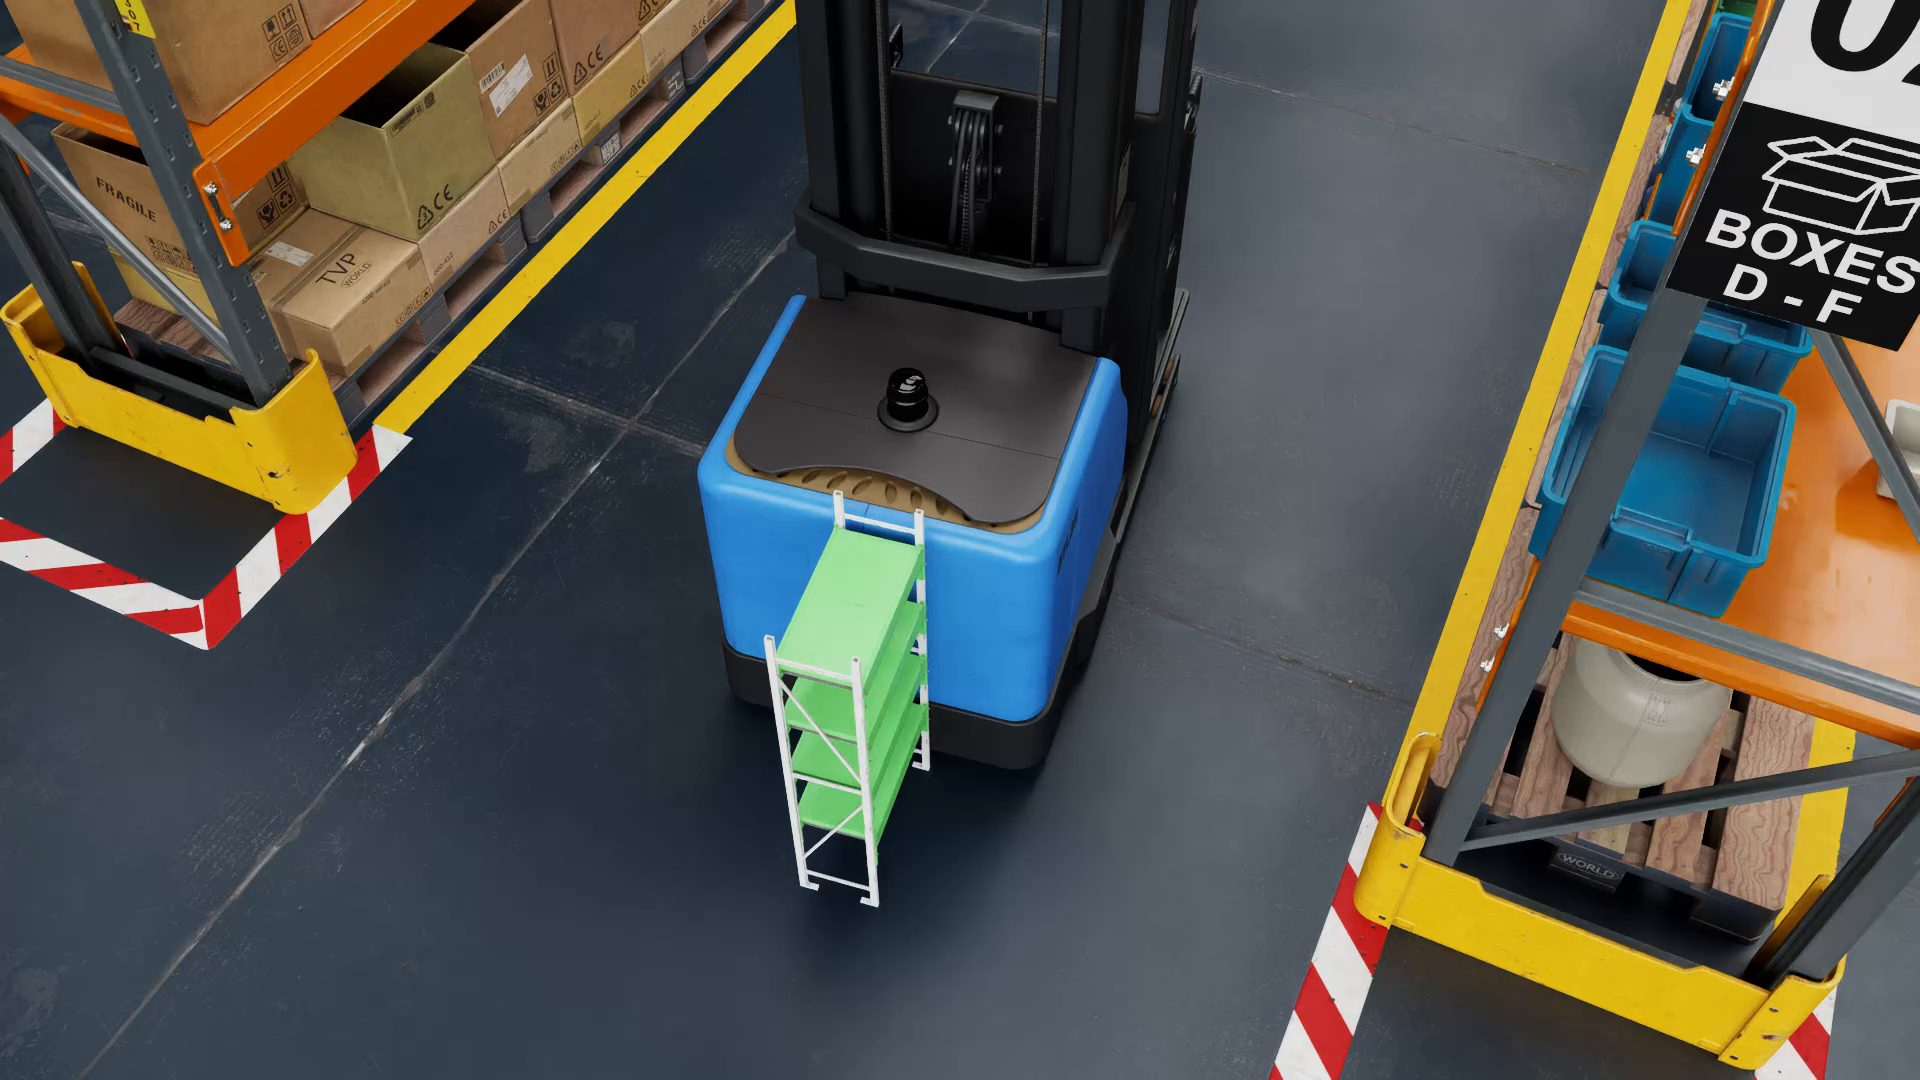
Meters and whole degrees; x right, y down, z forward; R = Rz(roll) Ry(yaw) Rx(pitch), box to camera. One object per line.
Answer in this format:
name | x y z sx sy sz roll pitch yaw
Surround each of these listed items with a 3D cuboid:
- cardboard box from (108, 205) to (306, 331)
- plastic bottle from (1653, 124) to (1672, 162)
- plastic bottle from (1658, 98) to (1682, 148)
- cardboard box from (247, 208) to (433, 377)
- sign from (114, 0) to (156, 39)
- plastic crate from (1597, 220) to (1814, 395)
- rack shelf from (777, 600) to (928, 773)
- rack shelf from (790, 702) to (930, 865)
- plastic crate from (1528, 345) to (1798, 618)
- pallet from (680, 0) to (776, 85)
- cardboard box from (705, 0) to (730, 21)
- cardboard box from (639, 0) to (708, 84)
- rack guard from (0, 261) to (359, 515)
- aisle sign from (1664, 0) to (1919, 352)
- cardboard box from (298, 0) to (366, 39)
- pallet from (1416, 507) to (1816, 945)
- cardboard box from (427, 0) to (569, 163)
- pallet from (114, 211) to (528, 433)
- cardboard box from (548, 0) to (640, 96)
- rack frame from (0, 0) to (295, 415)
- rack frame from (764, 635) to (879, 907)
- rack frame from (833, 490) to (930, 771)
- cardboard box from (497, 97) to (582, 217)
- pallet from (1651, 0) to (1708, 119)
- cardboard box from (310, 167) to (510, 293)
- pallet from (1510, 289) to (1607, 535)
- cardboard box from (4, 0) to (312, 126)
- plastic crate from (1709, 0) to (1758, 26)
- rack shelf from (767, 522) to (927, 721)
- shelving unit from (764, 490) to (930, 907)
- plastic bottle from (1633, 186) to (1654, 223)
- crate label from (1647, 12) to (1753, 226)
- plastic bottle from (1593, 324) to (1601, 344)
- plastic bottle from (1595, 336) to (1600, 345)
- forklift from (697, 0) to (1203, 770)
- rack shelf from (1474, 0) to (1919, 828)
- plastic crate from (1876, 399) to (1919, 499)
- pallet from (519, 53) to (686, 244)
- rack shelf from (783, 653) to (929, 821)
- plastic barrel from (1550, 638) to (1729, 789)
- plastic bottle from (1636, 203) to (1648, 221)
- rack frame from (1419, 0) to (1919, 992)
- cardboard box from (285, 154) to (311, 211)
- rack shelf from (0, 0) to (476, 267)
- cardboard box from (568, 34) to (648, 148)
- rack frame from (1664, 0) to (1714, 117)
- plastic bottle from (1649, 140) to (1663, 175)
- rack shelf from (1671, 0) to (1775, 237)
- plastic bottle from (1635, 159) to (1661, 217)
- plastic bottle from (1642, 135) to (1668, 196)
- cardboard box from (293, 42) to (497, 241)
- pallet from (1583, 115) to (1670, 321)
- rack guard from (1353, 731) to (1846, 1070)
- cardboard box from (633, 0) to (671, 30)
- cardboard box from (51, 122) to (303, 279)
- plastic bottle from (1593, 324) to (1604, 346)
cardboard box | -2.777 -1.079 6.229 0.500 0.250 0.500 20 52 16
plastic bottle | 2.871 -1.598 6.689 0.097 0.201 0.097 0 50 0
plastic bottle | 2.914 -1.691 6.722 0.097 0.271 0.097 0 50 0
cardboard box | -2.309 -0.911 6.085 0.500 0.250 0.500 20 52 16
sign | -2.240 -1.490 4.428 0.100 0.325 0.005 20 52 16
plastic crate | 1.964 -0.594 4.383 0.499 0.251 0.408 20 52 16
rack shelf | -0.281 0.356 4.428 0.258 0.148 0.480 13 51 11
rack shelf | -0.281 0.667 4.793 0.258 0.148 0.480 13 51 11
plastic crate | 1.681 -0.149 4.004 0.499 0.251 0.616 20 52 16
pallet | -1.408 -2.686 7.897 1.003 0.211 1.213 20 52 16
cardboard box | -1.253 -2.637 7.554 0.500 0.250 0.500 20 52 16
cardboard box | -1.453 -2.288 7.257 0.500 0.250 0.500 20 52 16
rack guard | -2.749 -0.542 5.883 1.175 0.500 0.348 20 52 16
aisle sign | 1.439 -0.644 2.622 0.394 0.787 0.004 20 52 16
cardboard box | -2.308 -2.082 5.486 0.700 0.500 0.500 21 53 17
pallet | 2.080 0.524 5.166 1.003 0.211 1.213 20 52 16
cardboard box | -1.895 -1.847 6.390 0.500 0.500 0.500 20 52 16
pallet | -2.450 -1.006 6.467 1.003 0.211 1.213 20 52 16
cardboard box | -1.665 -2.186 6.678 0.500 0.500 0.500 20 52 16
rack frame | -2.739 -1.369 4.945 1.000 3.000 0.127 20 52 16
rack frame | -0.352 0.648 4.411 0.240 1.200 0.015 13 51 11
rack frame | -0.209 0.293 4.713 0.240 1.200 0.015 13 51 11
cardboard box | -1.884 -1.601 6.672 0.500 0.250 0.500 20 52 16
pallet | 3.747 -2.159 7.448 1.003 0.211 1.213 20 52 16
cardboard box | -2.098 -1.256 6.379 0.500 0.250 0.500 20 52 16
pallet | 2.602 -0.313 5.878 1.003 0.211 1.213 20 52 16
cardboard box | -2.528 -1.719 5.177 0.700 0.500 0.500 20 52 16
plastic crate | 2.612 -1.598 5.279 0.450 0.188 0.662 20 52 16
rack shelf | -0.281 0.201 4.245 0.258 0.148 0.480 13 51 11
shelving unit | -0.281 0.470 4.562 0.258 1.200 0.503 13 51 11
plastic bottle | 2.646 -1.242 6.288 0.144 0.351 0.185 18 52 15
crate label | 2.280 -1.122 4.712 0.502 0.435 0.616 20 52 16
plastic bottle | 2.385 -0.822 5.930 0.144 0.351 0.185 22 53 18
plastic bottle | 2.259 -0.587 5.779 0.152 0.276 0.135 20 53 16
forklift | 0.182 -1.403 5.020 1.130 2.935 3.031 13 51 11
rack shelf | 2.592 -0.899 5.018 1.077 0.370 4.000 20 52 16
plastic crate | 2.411 -0.181 4.107 0.298 0.136 0.250 20 52 16
pallet | -1.928 -1.843 7.179 1.003 0.211 1.213 20 52 16
rack shelf | -0.281 0.512 4.611 0.258 0.148 0.480 13 51 11
plastic barrel | 1.950 0.437 4.766 0.421 0.512 0.421 0 50 0
plastic bottle | 2.538 -1.120 6.229 0.061 0.283 0.133 22 53 18
rack frame | 1.738 0.245 3.572 1.000 3.000 0.127 20 52 16
cardboard box | -2.574 -1.428 6.525 0.500 0.250 0.500 20 52 16
rack shelf | -1.885 -2.513 6.391 1.077 0.370 4.000 20 52 16
cardboard box | -1.666 -1.943 6.964 0.500 0.250 0.500 20 52 16
rack frame | 3.447 -2.509 5.915 1.000 3.000 0.127 20 52 16
plastic bottle | 2.828 -1.528 6.629 0.097 0.201 0.097 0 50 0
rack shelf | 2.592 -1.871 3.875 1.077 0.370 4.000 20 52 16
plastic bottle | 2.727 -1.372 6.399 0.144 0.351 0.185 21 53 17
plastic bottle | 2.801 -1.461 6.523 0.152 0.276 0.135 22 53 17
cardboard box | -2.097 -1.499 6.093 0.500 0.500 0.500 20 52 16
pallet | 3.122 -1.157 6.596 1.003 0.211 1.213 20 52 16
rack guard | 1.728 0.988 4.581 1.175 0.500 0.348 20 52 16
cardboard box | -1.465 -2.535 6.975 0.500 0.500 0.500 20 52 16
cardboard box | -2.779 -1.323 5.944 0.500 0.500 0.500 20 52 16
plastic bottle | 2.318 -0.682 5.860 0.152 0.276 0.135 18 52 15
